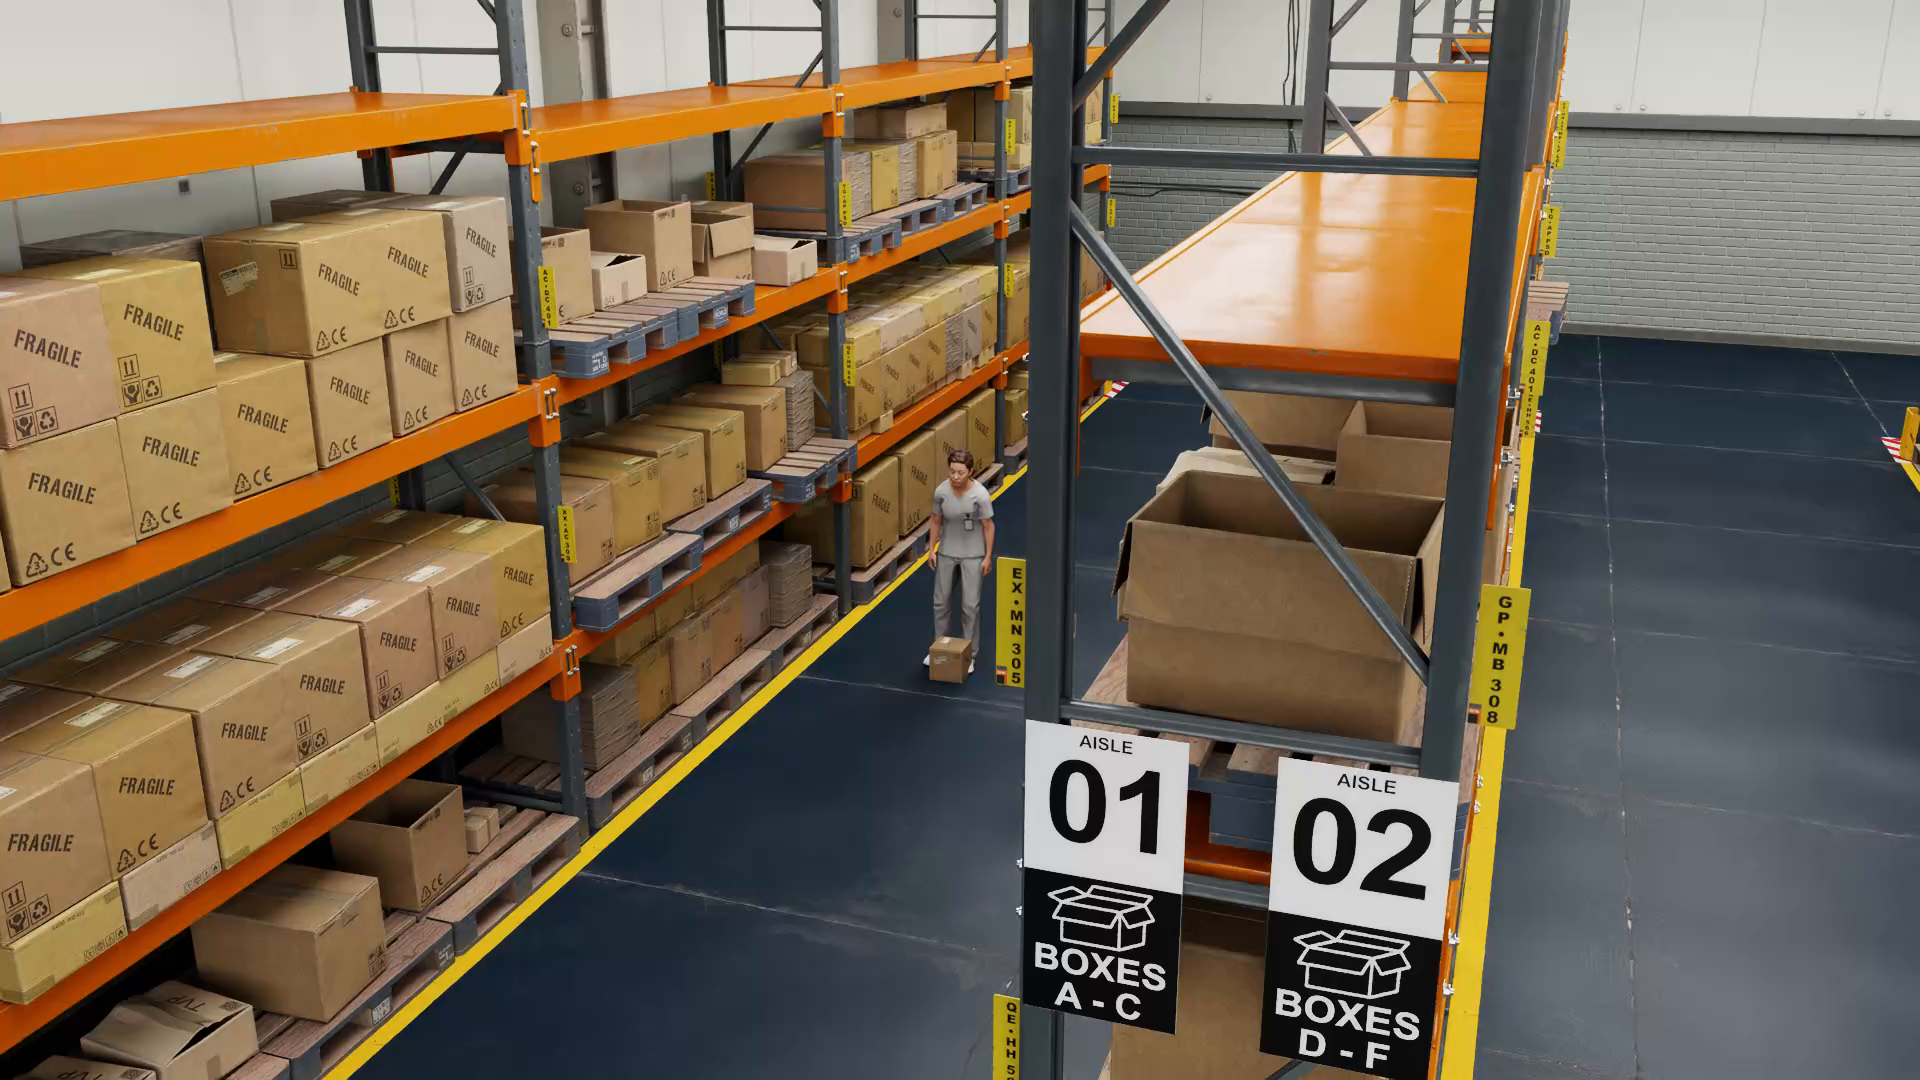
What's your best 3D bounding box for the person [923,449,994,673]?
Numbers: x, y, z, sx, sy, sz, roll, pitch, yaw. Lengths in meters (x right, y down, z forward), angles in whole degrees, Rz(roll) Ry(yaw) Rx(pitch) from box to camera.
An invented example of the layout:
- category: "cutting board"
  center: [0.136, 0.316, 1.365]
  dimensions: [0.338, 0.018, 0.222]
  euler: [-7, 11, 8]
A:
- category: "person"
  center: [-0.005, 0.135, 12.166]
  dimensions: [0.496, 1.672, 0.405]
  euler: [6, 20, 17]
